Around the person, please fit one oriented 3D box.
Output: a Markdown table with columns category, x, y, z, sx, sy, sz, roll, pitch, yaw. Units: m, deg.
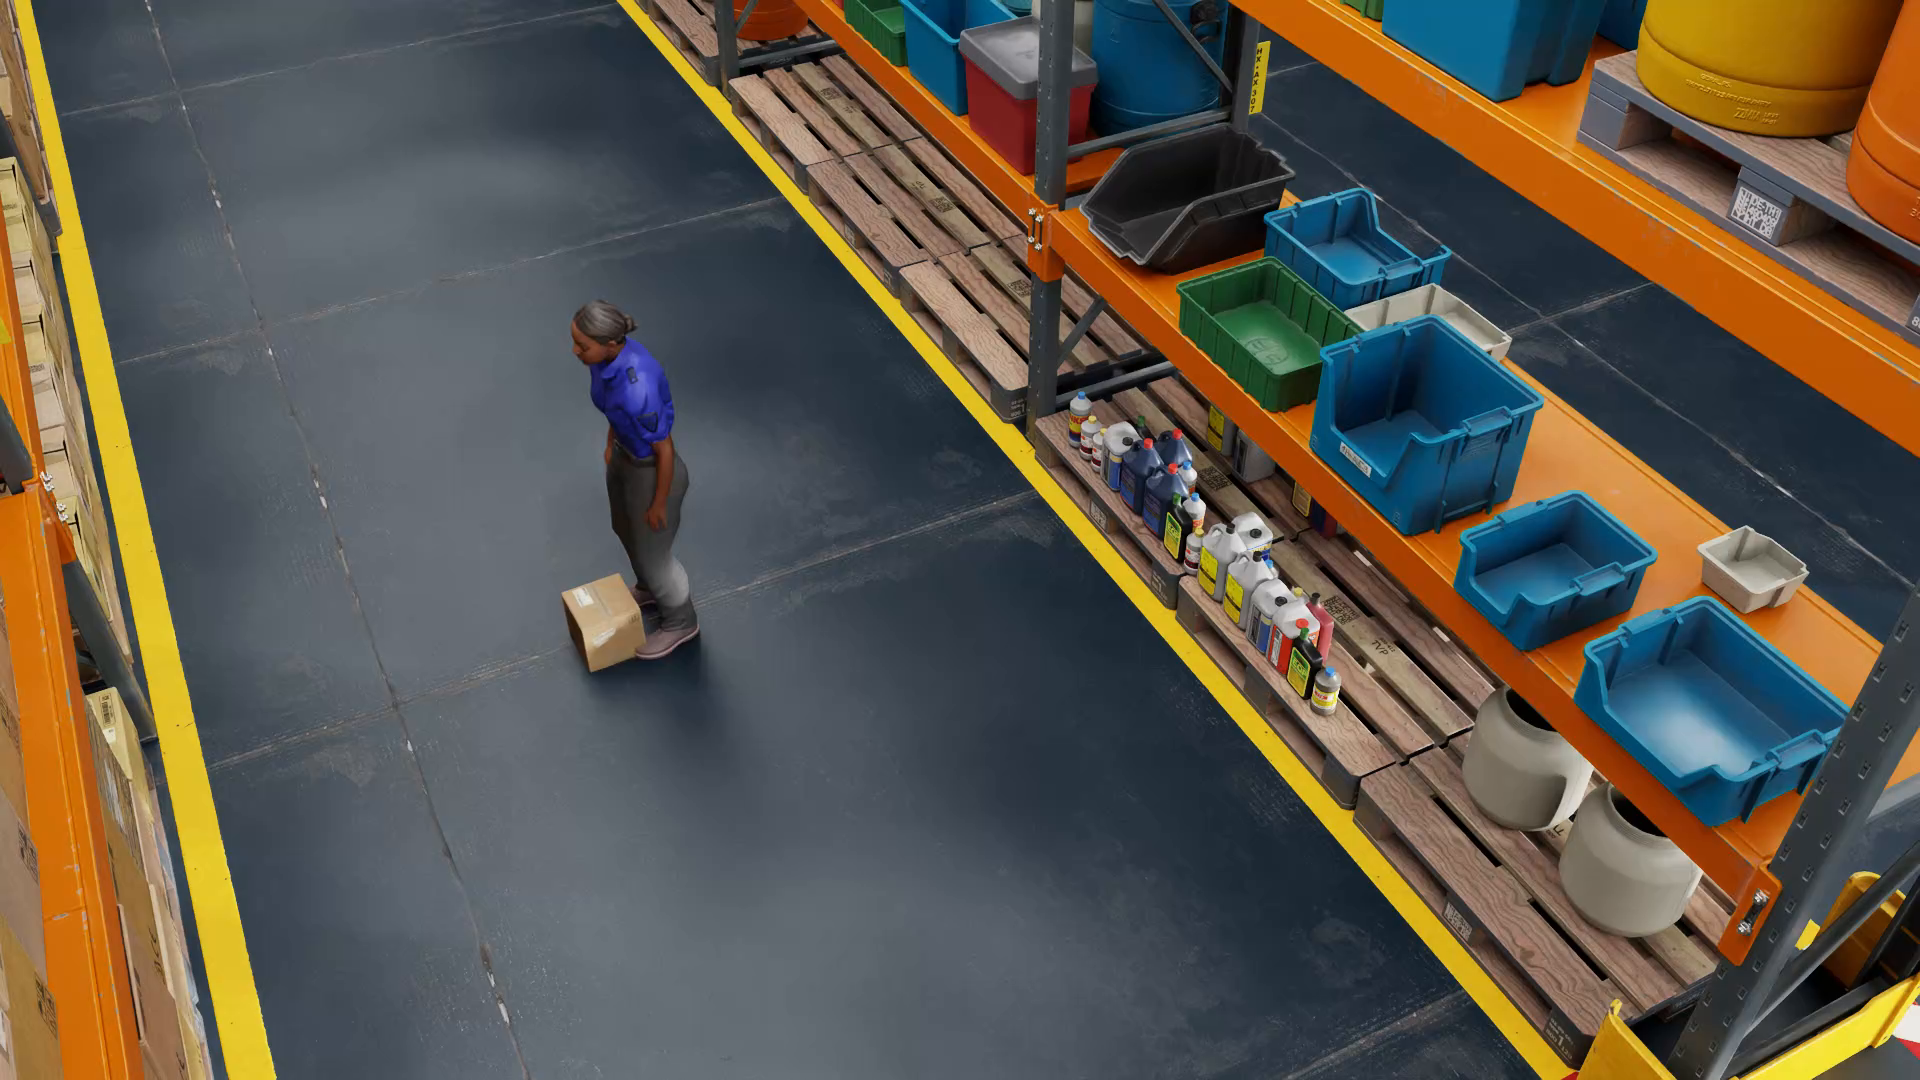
| category | x | y | z | sx | sy | sz | roll | pitch | yaw |
| --- | --- | --- | --- | --- | --- | --- | --- | --- | --- |
| person | -1.258 | -0.263 | 6.460 | 0.343 | 1.653 | 0.523 | -22 | 46 | -23 |
